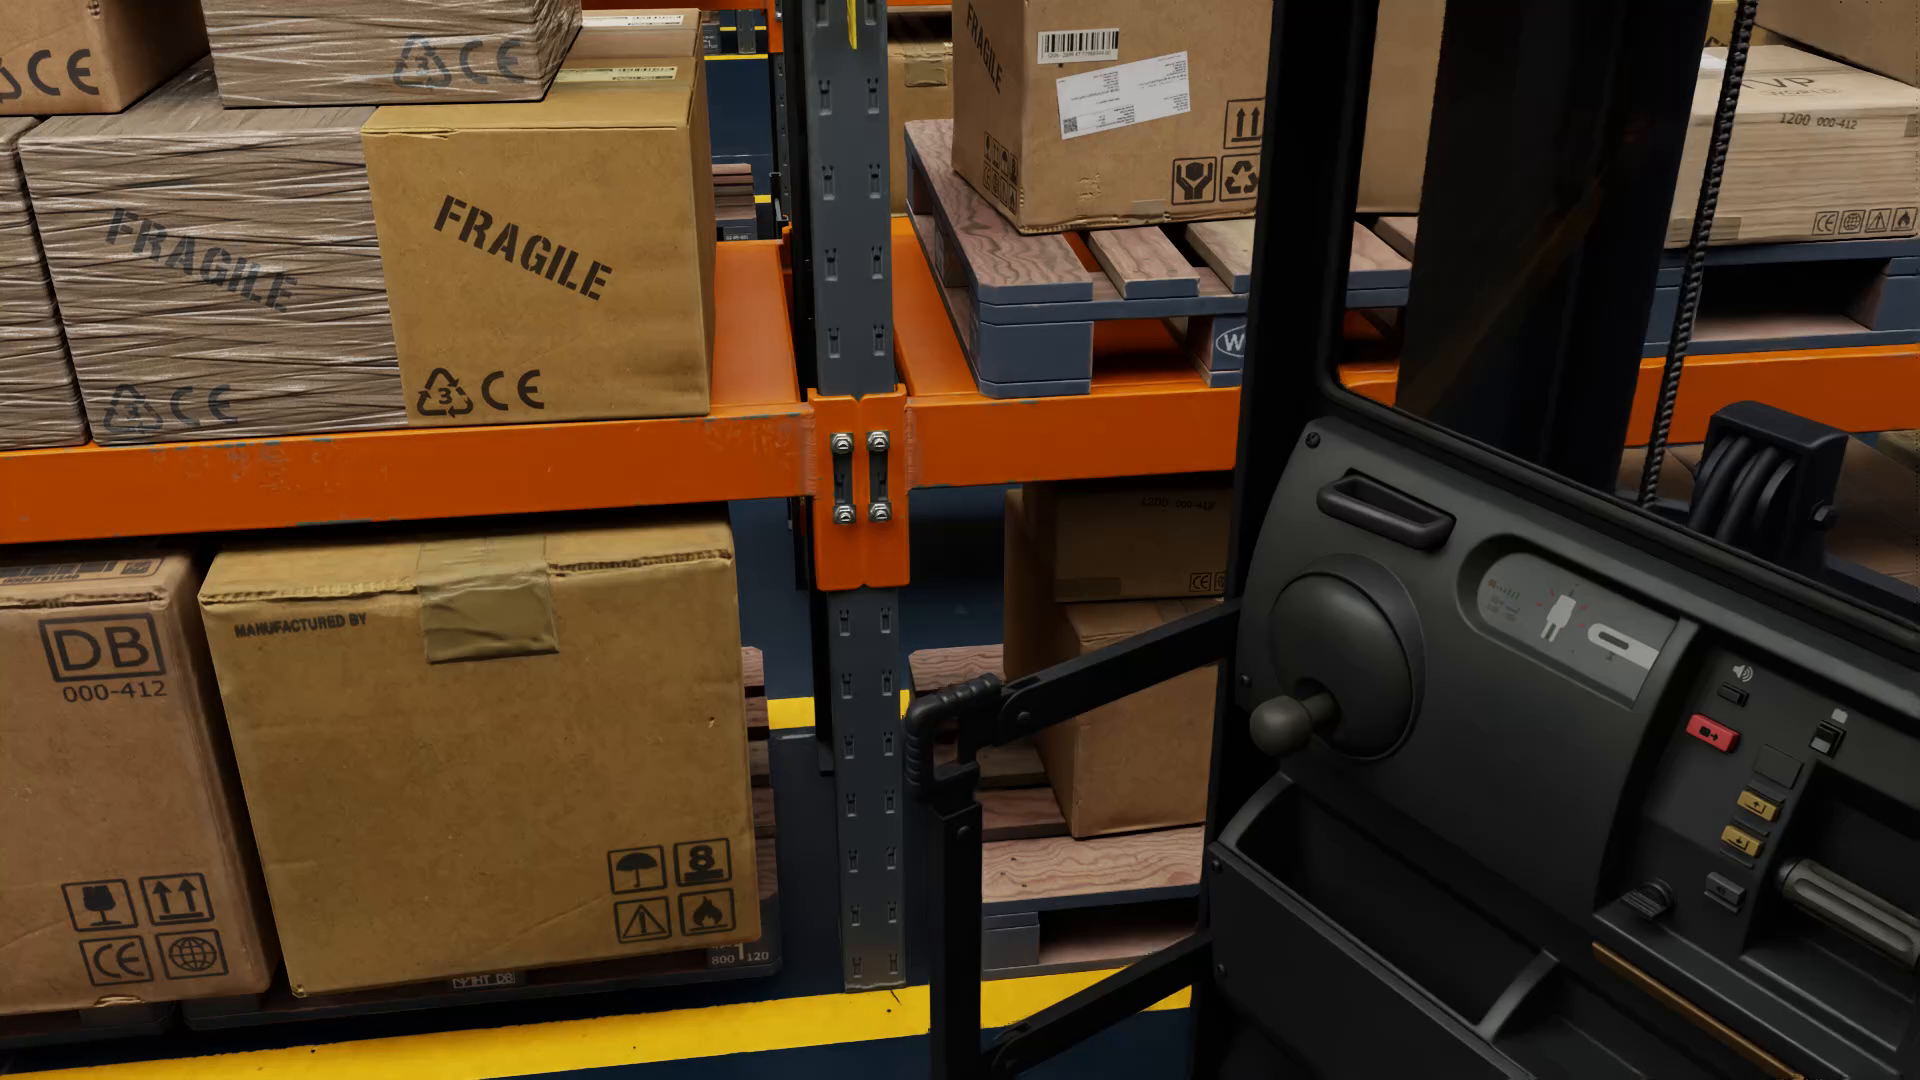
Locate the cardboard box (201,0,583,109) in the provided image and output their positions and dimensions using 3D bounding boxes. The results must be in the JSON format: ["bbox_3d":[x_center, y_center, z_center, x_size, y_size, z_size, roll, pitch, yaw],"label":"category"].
[{"bbox_3d":[-0.969,-1.080,2.861,0.637,0.503,0.797,-3,27,-5],"label":"cardboard box"}]

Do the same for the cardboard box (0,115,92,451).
[{"bbox_3d":[-1.706,-0.466,2.764,0.500,0.500,0.500,-5,28,-9],"label":"cardboard box"}]

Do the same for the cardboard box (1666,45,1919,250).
[{"bbox_3d":[1.449,-0.752,3.133,0.500,0.250,0.500,-4,27,-9],"label":"cardboard box"}]

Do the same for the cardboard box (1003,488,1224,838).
[{"bbox_3d":[0.417,0.236,3.761,0.500,0.500,0.700,-5,28,-10],"label":"cardboard box"}]

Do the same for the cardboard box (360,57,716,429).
[{"bbox_3d":[-0.697,-0.530,2.887,0.500,0.500,0.500,-3,27,-6],"label":"cardboard box"}]

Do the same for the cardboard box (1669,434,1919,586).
[{"bbox_3d":[2.078,0.120,3.986,0.500,0.500,0.700,-6,28,-12],"label":"cardboard box"}]

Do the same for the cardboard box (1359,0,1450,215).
[{"bbox_3d":[0.825,-0.993,3.330,0.500,0.500,0.700,0,27,1],"label":"cardboard box"}]

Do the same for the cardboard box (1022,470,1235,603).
[{"bbox_3d":[0.416,-0.102,3.598,0.500,0.250,0.500,-3,27,-5],"label":"cardboard box"}]

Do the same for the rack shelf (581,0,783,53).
[{"bbox_3d":[-2.815,-2.430,7.488,4.000,0.370,1.077,-4,27,-7],"label":"rack shelf"}]

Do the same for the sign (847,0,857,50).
[{"bbox_3d":[-0.163,-0.893,2.437,0.005,0.325,0.100,-4,27,-7],"label":"sign"}]

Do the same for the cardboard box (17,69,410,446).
[{"bbox_3d":[-1.192,-0.501,2.831,0.500,0.500,0.500,-4,27,-8],"label":"cardboard box"}]

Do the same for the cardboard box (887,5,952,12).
[{"bbox_3d":[-0.333,-4.208,12.585,0.625,0.372,0.950,-4,27,-8],"label":"cardboard box"}]

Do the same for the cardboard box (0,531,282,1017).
[{"bbox_3d":[-1.813,0.217,3.408,0.875,0.875,1.225,-4,27,-7],"label":"cardboard box"}]

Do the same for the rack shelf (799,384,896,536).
[{"bbox_3d":[-0.007,-0.282,5.104,1.000,0.278,0.538,-4,27,-7],"label":"rack shelf"}]

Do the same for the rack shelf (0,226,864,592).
[{"bbox_3d":[-2.224,-0.181,3.106,4.000,0.370,1.077,-4,27,-7],"label":"rack shelf"}]

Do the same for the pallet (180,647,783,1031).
[{"bbox_3d":[-1.034,0.628,3.795,1.213,0.211,1.003,-4,27,-7],"label":"pallet"}]

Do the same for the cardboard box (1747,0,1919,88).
[{"bbox_3d":[2.014,-0.964,3.270,0.637,0.503,0.797,-1,27,-2],"label":"cardboard box"}]

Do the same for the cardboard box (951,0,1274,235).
[{"bbox_3d":[0.286,-0.913,3.173,0.500,0.500,0.500,-7,28,-13],"label":"cardboard box"}]

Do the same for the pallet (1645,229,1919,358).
[{"bbox_3d":[1.711,-0.688,3.515,1.213,0.211,1.003,-4,27,-7],"label":"pallet"}]

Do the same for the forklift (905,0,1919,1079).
[{"bbox_3d":[0.492,0.199,1.651,3.031,2.935,1.130,-17,32,-30],"label":"forklift"}]

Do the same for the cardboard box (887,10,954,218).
[{"bbox_3d":[-0.219,-2.061,7.986,0.750,0.750,1.050,-4,27,-8],"label":"cardboard box"}]

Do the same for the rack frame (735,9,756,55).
[{"bbox_3d":[-1.624,-5.109,11.921,0.127,3.000,1.000,-4,27,-7],"label":"rack frame"}]

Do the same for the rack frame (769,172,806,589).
[{"bbox_3d":[-0.510,-0.468,4.929,0.032,1.125,0.500,-4,27,-7],"label":"rack frame"}]

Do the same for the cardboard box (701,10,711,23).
[{"bbox_3d":[-2.319,-4.344,12.298,0.875,0.875,0.875,-4,27,-8],"label":"cardboard box"}]

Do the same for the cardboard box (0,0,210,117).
[{"bbox_3d":[-1.615,-1.040,2.783,0.637,0.503,0.797,-3,27,-6],"label":"cardboard box"}]

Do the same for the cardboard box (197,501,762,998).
[{"bbox_3d":[-0.929,0.164,3.512,0.875,0.875,1.225,-5,28,-10],"label":"cardboard box"}]

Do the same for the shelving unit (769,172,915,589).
[{"bbox_3d":[-0.007,-0.500,4.992,1.048,1.125,0.538,-4,27,-7],"label":"shelving unit"}]

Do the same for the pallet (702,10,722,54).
[{"bbox_3d":[-2.415,-3.852,12.526,1.213,0.211,1.003,-4,27,-7],"label":"pallet"}]

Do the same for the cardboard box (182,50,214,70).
[{"bbox_3d":[-1.273,-0.732,3.280,0.500,0.500,0.500,-4,27,-9],"label":"cardboard box"}]

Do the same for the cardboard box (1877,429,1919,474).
[{"bbox_3d":[2.632,0.084,4.056,0.500,0.500,0.700,-4,27,-7],"label":"cardboard box"}]

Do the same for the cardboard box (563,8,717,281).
[{"bbox_3d":[-0.762,-0.765,3.346,0.500,0.500,0.500,-3,27,-6],"label":"cardboard box"}]

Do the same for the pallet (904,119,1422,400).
[{"bbox_3d":[0.448,-0.637,3.416,1.003,0.211,1.213,-4,27,-7],"label":"pallet"}]

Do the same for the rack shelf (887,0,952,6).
[{"bbox_3d":[1.146,-2.685,7.984,4.000,0.370,1.077,-4,27,-7],"label":"rack shelf"}]

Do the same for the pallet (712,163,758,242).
[{"bbox_3d":[-1.608,-1.588,8.113,1.213,0.211,1.003,-4,27,-7],"label":"pallet"}]

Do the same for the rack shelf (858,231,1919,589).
[{"bbox_3d":[1.737,-0.436,3.602,4.000,0.370,1.077,-4,27,-7],"label":"rack shelf"}]

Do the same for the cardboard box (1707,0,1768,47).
[{"bbox_3d":[3.759,-2.382,8.473,0.875,0.875,0.875,-3,27,-6],"label":"cardboard box"}]

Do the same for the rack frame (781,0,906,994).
[{"bbox_3d":[-0.243,-0.629,3.190,0.127,3.000,1.000,-4,27,-7],"label":"rack frame"}]

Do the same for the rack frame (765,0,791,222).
[{"bbox_3d":[-0.834,-2.877,7.572,0.127,3.000,1.000,-4,27,-7],"label":"rack frame"}]

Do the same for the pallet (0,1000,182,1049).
[{"bbox_3d":[-2.240,0.704,3.647,1.213,0.211,1.003,-4,27,-7],"label":"pallet"}]

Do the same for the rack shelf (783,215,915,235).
[{"bbox_3d":[-0.007,-0.760,4.859,1.000,0.278,0.538,-4,27,-7],"label":"rack shelf"}]

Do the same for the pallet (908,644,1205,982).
[{"bbox_3d":[0.531,0.563,3.922,1.213,0.211,1.003,-4,27,-7],"label":"pallet"}]

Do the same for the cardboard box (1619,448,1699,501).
[{"bbox_3d":[1.525,0.156,3.917,0.500,0.500,0.700,-1,27,-3],"label":"cardboard box"}]
